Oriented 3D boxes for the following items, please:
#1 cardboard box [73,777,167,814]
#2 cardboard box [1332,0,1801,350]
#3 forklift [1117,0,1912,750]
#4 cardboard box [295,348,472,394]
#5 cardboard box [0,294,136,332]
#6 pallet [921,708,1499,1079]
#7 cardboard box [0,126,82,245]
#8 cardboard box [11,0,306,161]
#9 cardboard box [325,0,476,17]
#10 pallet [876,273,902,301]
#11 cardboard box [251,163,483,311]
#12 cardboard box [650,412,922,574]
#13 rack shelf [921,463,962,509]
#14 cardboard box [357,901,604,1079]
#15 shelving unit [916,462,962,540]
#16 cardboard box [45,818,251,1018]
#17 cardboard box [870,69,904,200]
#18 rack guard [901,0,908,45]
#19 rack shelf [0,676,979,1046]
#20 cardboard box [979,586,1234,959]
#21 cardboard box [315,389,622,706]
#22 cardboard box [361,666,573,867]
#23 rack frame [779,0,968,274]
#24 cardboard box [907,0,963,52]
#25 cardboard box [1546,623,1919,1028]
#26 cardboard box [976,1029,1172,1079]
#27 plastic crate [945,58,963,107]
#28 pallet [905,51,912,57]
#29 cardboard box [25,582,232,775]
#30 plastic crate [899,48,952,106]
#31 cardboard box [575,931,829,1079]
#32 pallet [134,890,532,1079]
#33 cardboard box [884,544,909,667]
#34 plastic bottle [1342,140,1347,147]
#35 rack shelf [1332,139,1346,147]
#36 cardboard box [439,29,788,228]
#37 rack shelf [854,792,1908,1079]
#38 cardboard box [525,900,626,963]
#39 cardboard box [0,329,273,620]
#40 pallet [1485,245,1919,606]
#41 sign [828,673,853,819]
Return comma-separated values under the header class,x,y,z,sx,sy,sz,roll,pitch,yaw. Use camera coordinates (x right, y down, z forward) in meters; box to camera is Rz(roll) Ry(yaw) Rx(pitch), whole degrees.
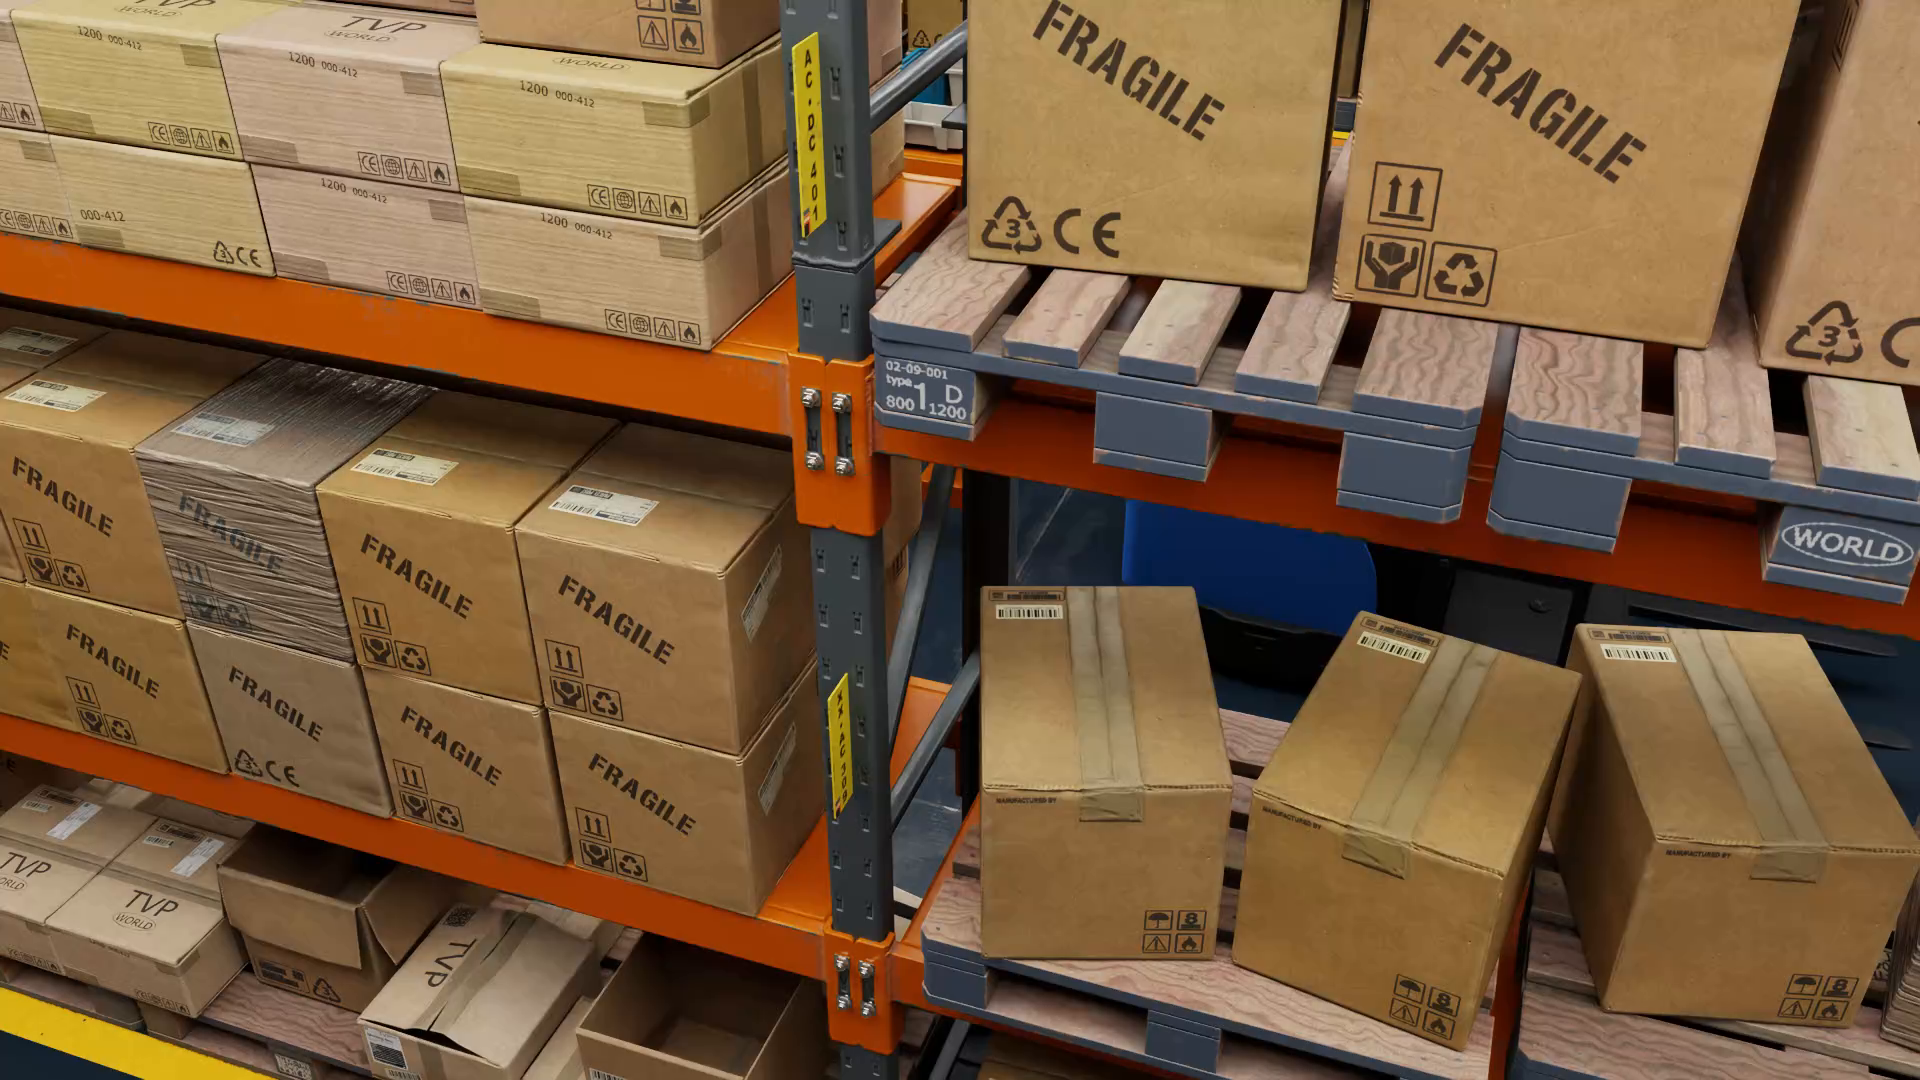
class,x,y,z,sx,sy,sz,roll,pitch,yaw
cardboard box,-2.894,0.889,5.814,0.250,0.166,0.380,11,34,16
cardboard box,1.012,-0.759,2.823,0.600,0.600,0.600,11,34,16
forklift,2.228,-0.739,6.193,3.031,2.935,1.130,12,35,18
cardboard box,-1.393,-0.359,4.526,0.500,0.500,0.500,10,34,15
cardboard box,-2.363,-0.547,4.818,0.500,0.500,0.500,12,35,18
pallet,0.641,0.804,3.916,1.213,0.211,1.003,11,34,16
cardboard box,-2.032,-0.907,3.762,0.500,0.250,0.500,11,34,16
cardboard box,-1.563,-1.022,3.479,0.500,0.250,0.500,11,34,16
cardboard box,-0.968,-1.434,3.426,0.500,0.500,0.700,11,34,16
pallet,-0.258,-1.173,9.372,1.213,0.211,1.003,11,34,16
cardboard box,-1.089,-0.726,3.481,0.500,0.250,0.500,11,34,16
cardboard box,-0.423,-0.170,4.235,0.500,0.500,0.500,12,35,18
rack shelf,-0.050,-0.208,7.637,0.240,0.259,0.215,11,34,16
cardboard box,-1.413,1.370,4.936,0.500,0.311,0.500,11,34,16
shelving unit,-0.050,-0.451,7.480,0.252,1.050,0.215,11,34,16
cardboard box,-2.482,1.187,5.275,0.500,0.250,0.500,11,34,16
cardboard box,-0.449,-0.891,3.737,0.500,0.250,0.500,11,34,16
rack guard,-0.517,-4.222,13.829,0.348,0.500,1.175,11,34,16
rack shelf,-1.957,0.458,4.939,4.000,0.370,1.077,11,34,16
cardboard box,0.296,0.504,3.725,0.500,0.500,0.700,0,33,0
cardboard box,-1.121,0.007,3.960,0.500,0.500,0.500,10,34,16
cardboard box,-1.117,0.425,4.233,0.500,0.500,0.500,12,35,18
rack frame,-0.075,-1.999,2.550,0.127,3.000,1.000,11,34,16
cardboard box,0.135,-4.476,13.488,0.875,0.875,0.875,11,34,16
cardboard box,1.609,0.595,3.584,0.500,0.500,0.700,3,33,4
cardboard box,0.299,1.600,4.406,0.500,0.500,0.500,9,34,14
plastic crate,0.225,-2.356,8.687,0.530,0.282,0.437,11,34,16
pallet,0.285,-3.990,13.736,1.213,0.211,1.003,11,34,16
cardboard box,-2.082,0.241,4.520,0.500,0.500,0.500,11,35,17
plastic crate,-0.146,-2.449,8.877,0.300,0.233,0.416,11,34,16
cardboard box,-0.707,1.427,4.673,0.500,0.500,0.500,11,34,16
pallet,-1.873,1.345,5.473,1.213,0.211,1.003,11,34,16
cardboard box,-0.462,0.247,4.510,0.500,0.500,0.500,12,35,18
plastic bottle,1.860,-1.749,7.739,0.185,0.351,0.144,11,34,16
rack shelf,3.483,-1.339,7.721,4.000,0.370,1.077,11,34,16
cardboard box,-0.624,-0.836,3.191,0.500,0.250,0.500,11,34,16
rack shelf,1.808,1.190,3.805,4.000,0.370,1.077,11,34,16
cardboard box,-1.214,1.187,5.353,0.250,0.166,0.380,11,34,16
cardboard box,-2.069,-0.178,4.247,0.500,0.500,0.500,11,34,16
pallet,1.493,-0.316,2.882,1.003,0.211,1.213,11,34,16
sign,-0.250,0.436,3.511,0.005,0.325,0.100,11,34,16
